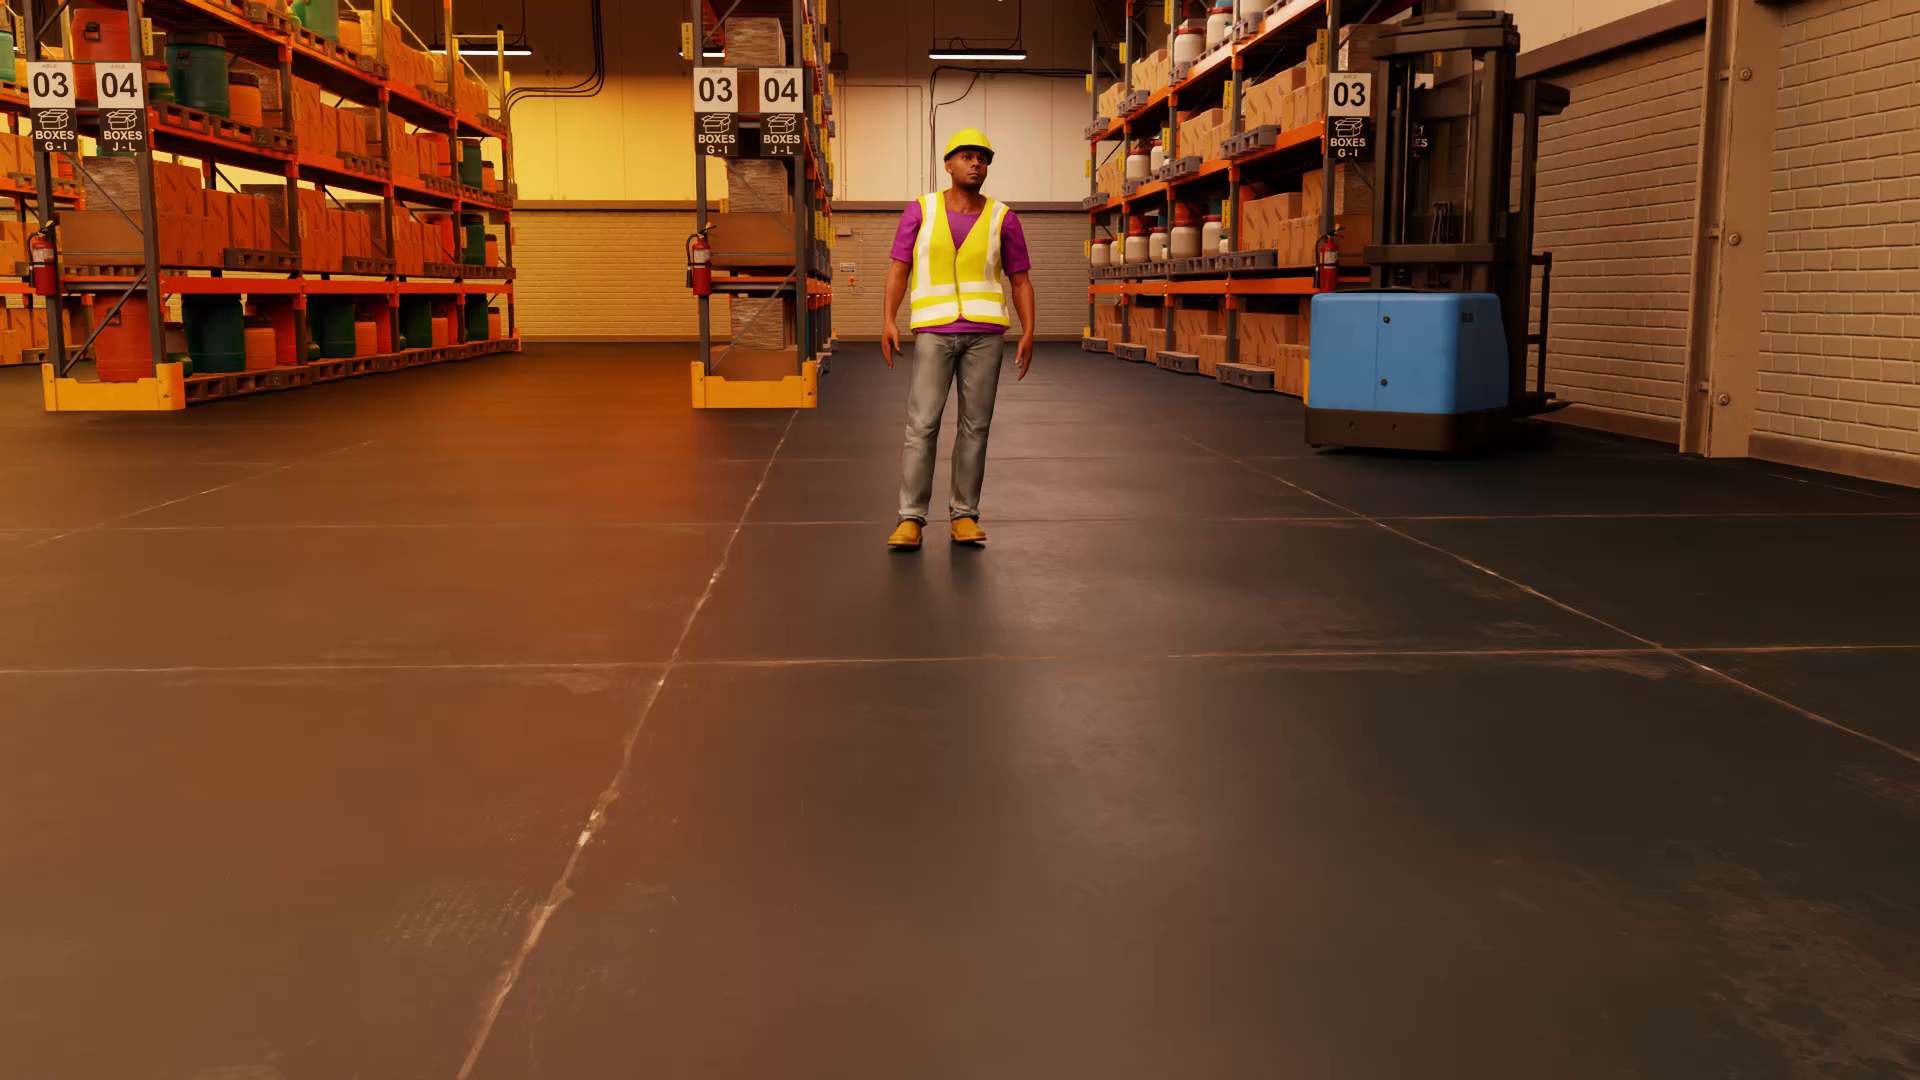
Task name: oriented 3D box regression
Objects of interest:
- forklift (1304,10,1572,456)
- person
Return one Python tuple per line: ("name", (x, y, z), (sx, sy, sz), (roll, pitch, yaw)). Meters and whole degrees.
("forklift", (3.620, -2.160, 11.880), (1.130, 2.935, 3.031), (6, 11, 37))
("person", (-0.002, -0.871, 7.110), (0.665, 1.765, 0.577), (-1, 8, -4))
